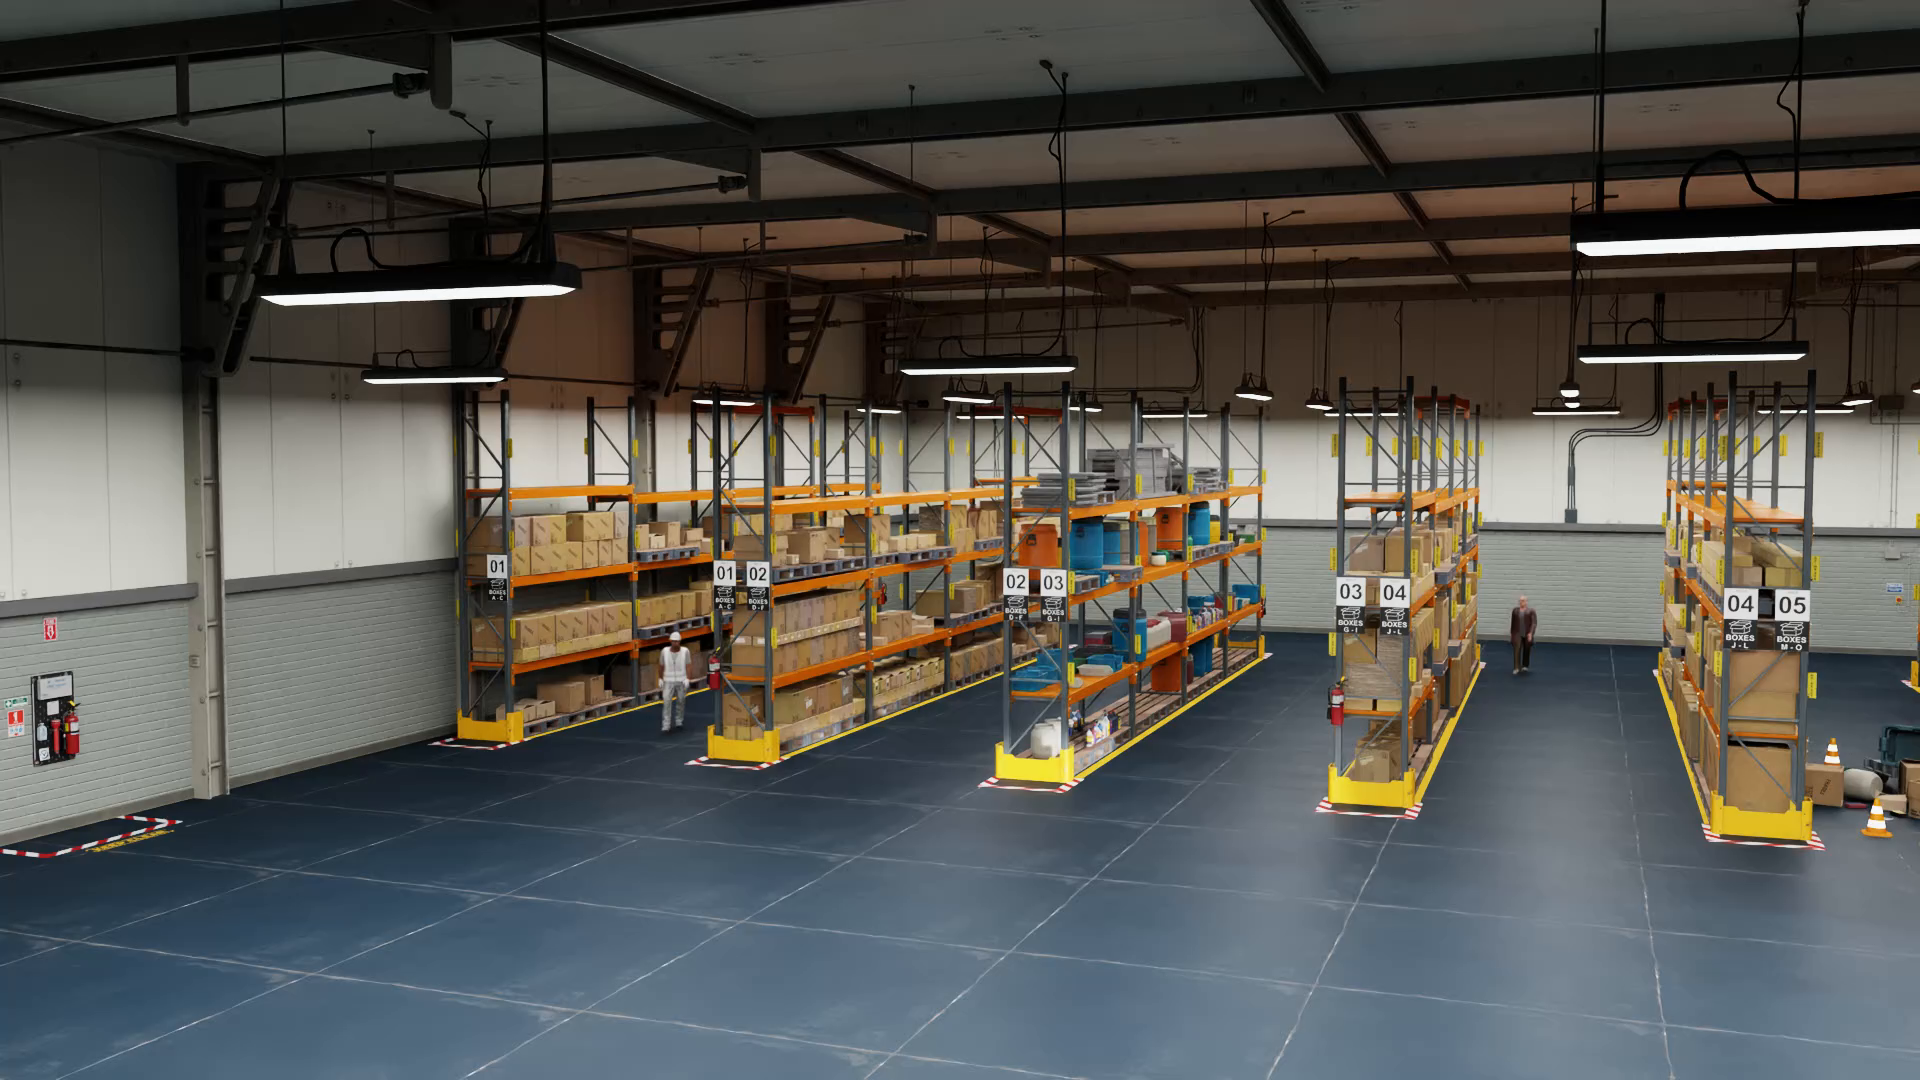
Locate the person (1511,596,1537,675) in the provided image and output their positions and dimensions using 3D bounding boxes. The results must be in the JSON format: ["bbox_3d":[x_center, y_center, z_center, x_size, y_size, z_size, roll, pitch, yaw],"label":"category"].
[{"bbox_3d":[12.445,2.090,36.706,0.548,1.717,1.112,1,3,16],"label":"person"}]

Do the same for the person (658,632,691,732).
[{"bbox_3d":[-5.038,2.487,29.397,0.574,1.721,1.031,-1,3,-12],"label":"person"}]
